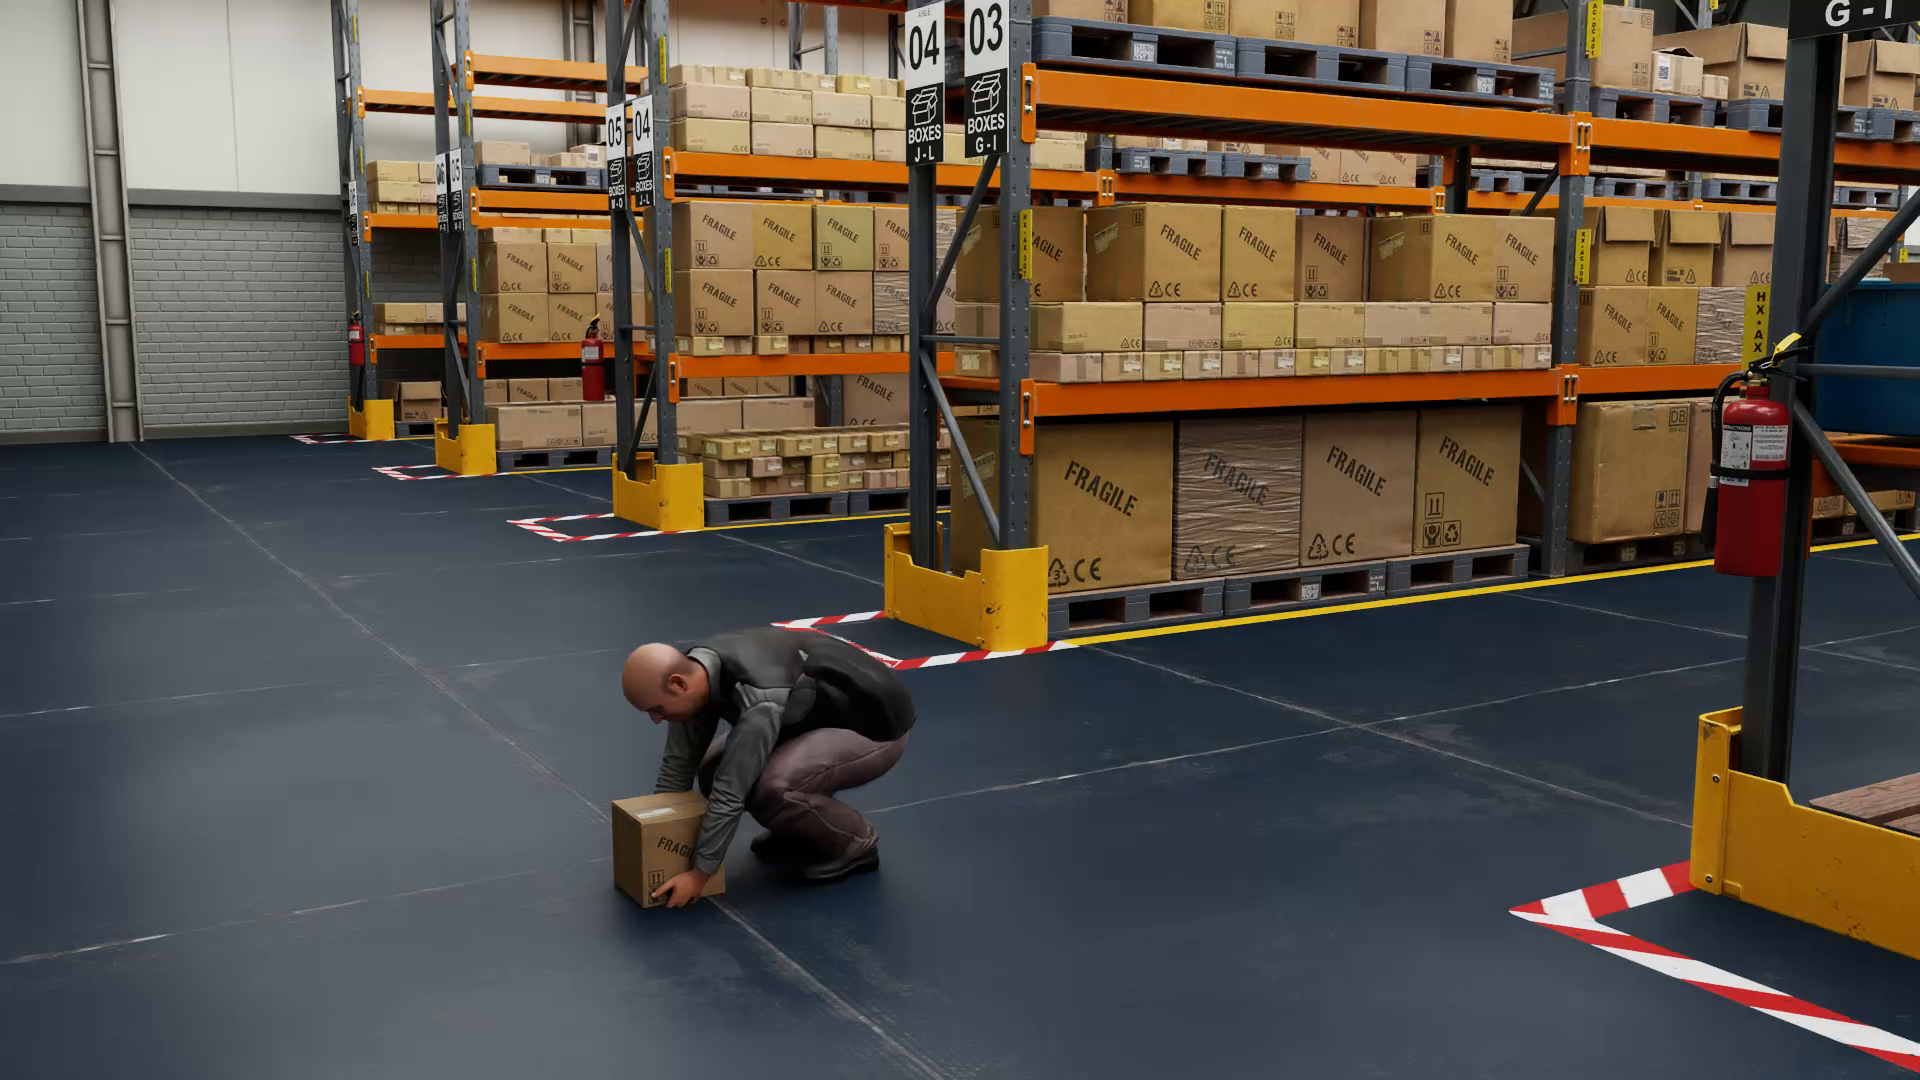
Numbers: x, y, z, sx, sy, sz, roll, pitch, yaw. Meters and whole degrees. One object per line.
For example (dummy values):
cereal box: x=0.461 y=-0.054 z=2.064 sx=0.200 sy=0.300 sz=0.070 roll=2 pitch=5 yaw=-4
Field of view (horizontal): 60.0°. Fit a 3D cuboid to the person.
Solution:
person: x=-0.572 y=0.664 z=4.962 sx=0.917 sy=0.826 sz=0.521 roll=-5 pitch=10 yaw=-32
